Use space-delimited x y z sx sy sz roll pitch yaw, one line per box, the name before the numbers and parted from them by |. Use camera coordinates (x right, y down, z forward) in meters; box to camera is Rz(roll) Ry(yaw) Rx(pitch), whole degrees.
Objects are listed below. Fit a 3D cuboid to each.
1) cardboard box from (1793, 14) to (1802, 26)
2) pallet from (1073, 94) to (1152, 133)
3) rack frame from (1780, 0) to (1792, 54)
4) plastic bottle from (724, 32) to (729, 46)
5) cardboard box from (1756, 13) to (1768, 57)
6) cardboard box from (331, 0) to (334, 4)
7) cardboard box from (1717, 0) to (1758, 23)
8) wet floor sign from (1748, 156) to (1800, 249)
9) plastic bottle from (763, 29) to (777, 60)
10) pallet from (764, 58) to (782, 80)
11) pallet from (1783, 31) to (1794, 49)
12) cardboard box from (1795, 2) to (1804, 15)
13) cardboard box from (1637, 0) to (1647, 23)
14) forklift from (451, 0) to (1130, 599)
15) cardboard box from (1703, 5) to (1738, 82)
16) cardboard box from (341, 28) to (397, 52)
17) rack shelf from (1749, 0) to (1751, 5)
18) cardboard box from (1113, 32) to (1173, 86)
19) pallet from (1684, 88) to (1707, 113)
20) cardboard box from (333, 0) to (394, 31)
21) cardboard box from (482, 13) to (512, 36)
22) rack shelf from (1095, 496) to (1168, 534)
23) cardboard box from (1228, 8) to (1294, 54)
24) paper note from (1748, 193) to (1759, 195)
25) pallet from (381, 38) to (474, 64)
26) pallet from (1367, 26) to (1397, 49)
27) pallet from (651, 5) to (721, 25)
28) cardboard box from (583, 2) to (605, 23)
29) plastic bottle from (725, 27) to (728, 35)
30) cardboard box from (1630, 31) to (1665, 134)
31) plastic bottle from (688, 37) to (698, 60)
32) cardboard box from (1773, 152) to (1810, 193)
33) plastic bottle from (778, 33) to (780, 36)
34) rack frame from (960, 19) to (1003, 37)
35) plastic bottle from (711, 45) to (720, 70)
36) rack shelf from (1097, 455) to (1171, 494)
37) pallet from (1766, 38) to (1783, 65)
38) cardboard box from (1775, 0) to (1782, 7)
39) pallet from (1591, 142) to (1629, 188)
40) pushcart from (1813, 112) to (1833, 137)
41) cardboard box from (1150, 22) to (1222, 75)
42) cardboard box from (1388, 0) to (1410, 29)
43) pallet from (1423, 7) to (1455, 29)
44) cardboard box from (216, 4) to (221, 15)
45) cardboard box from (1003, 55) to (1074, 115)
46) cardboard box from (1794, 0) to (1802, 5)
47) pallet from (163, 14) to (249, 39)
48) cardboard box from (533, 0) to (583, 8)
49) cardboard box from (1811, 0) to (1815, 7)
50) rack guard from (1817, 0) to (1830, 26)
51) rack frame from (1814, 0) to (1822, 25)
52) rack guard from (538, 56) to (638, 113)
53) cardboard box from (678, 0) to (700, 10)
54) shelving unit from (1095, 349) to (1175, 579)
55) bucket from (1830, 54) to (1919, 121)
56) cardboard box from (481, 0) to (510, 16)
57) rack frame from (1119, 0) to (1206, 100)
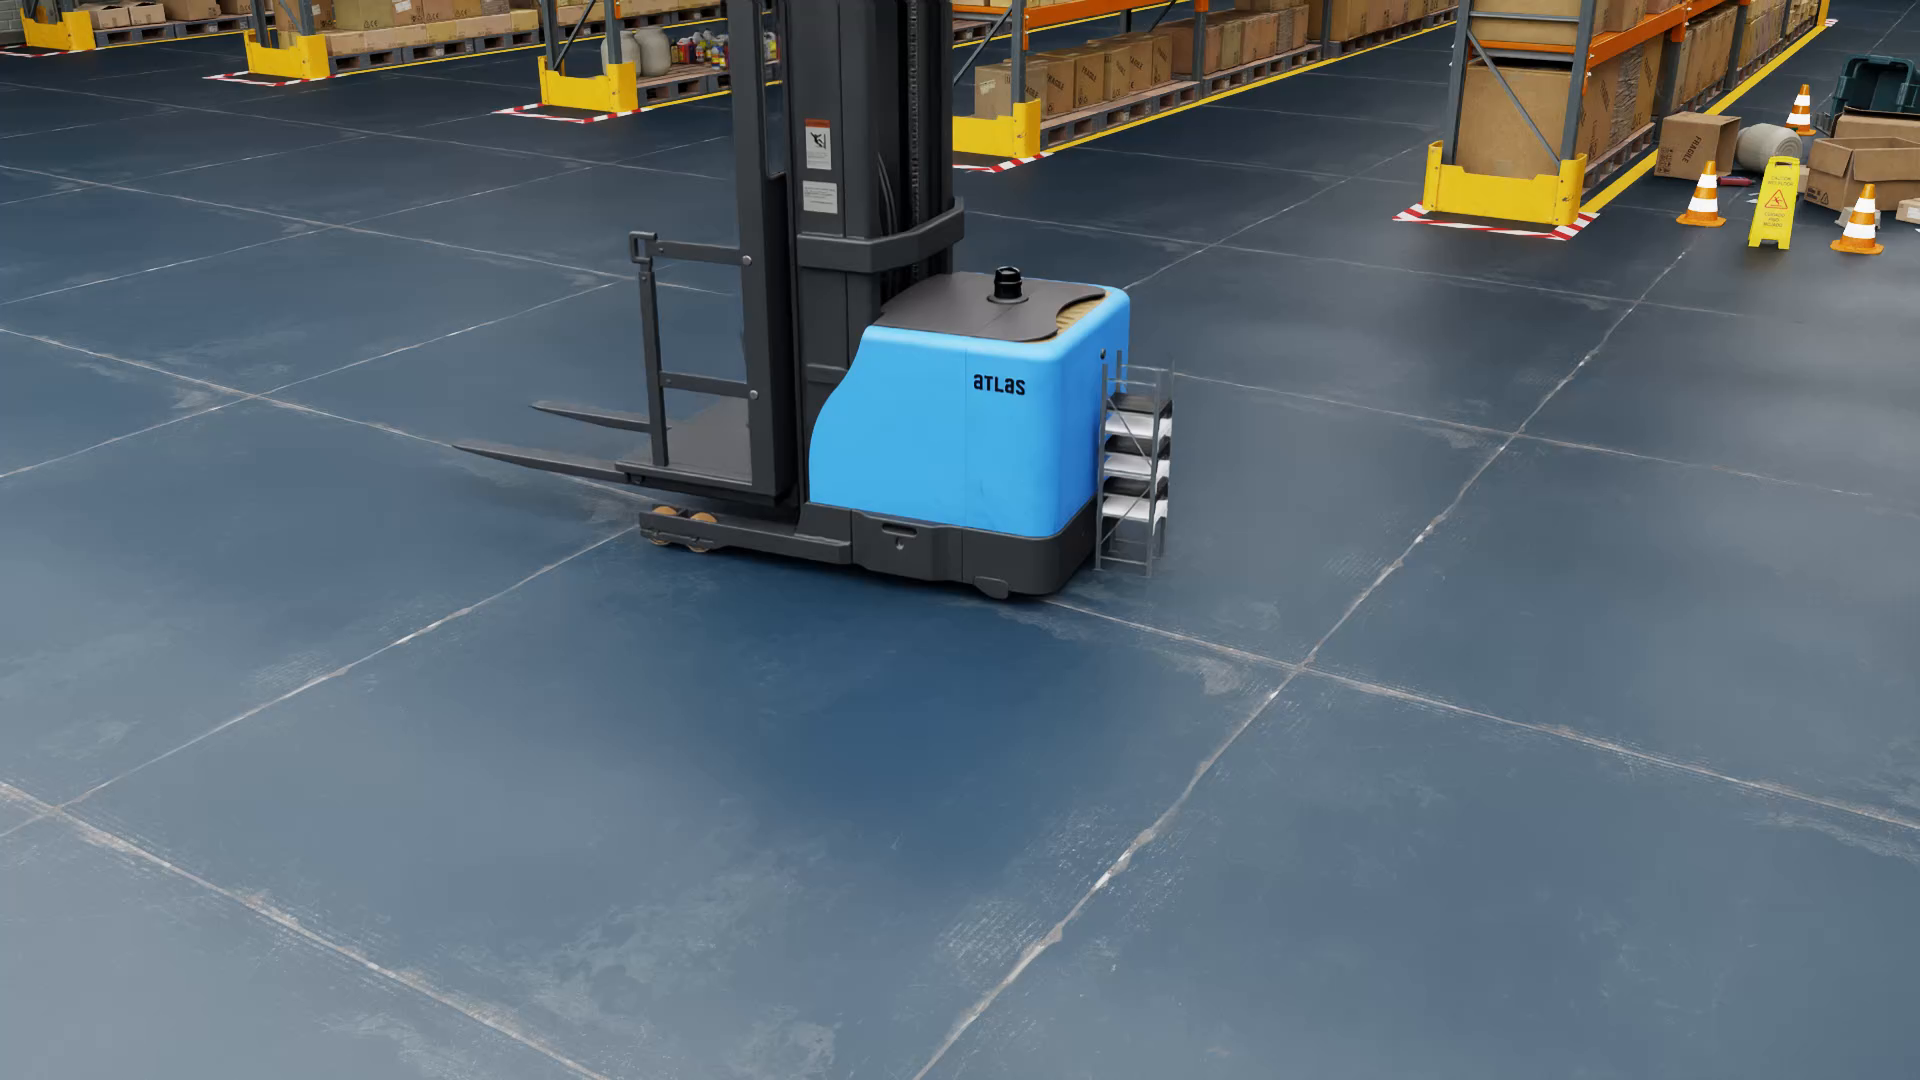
cardboard box | 11.754 -7.424 23.683 0.380 0.149 0.250 13 27 28
pallet | 1.292 -4.484 17.342 1.003 0.211 1.213 14 27 29
rack frame | 10.639 -8.037 22.041 1.000 3.000 0.127 14 27 29
plastic bottle | -2.873 -6.092 20.427 0.097 0.271 0.097 0 23 0
cardboard box | 9.648 -6.263 20.559 0.500 0.500 0.500 13 27 28
cardboard box | -9.992 -8.832 26.468 0.700 0.500 0.500 15 28 31
cardboard box | 9.098 -6.259 19.607 0.500 0.250 0.500 13 26 27
wet floor sign | 5.976 -2.482 12.172 0.267 0.644 0.232 9 25 20
plastic bottle | -2.316 -5.984 20.077 0.144 0.351 0.185 14 27 29
pallet | -2.339 -5.951 20.731 1.003 0.211 1.213 14 27 29
pallet | 10.963 -6.992 23.135 1.003 0.211 1.213 14 27 29
cardboard box | 11.754 -7.558 23.618 0.380 0.149 0.250 14 27 29
cardboard box | 5.384 -4.731 14.215 0.875 0.550 0.500 14 27 29
forklift | -0.837 -1.473 6.964 3.031 2.935 1.130 9 25 21
cardboard box | 8.131 -5.661 18.854 1.050 0.750 0.750 13 27 28
cardboard box | -7.533 -6.373 21.128 0.500 0.250 0.500 14 27 29
rack shelf | 9.584 -7.032 20.624 1.077 0.370 4.000 14 27 29
cardboard box | 2.013 -5.330 18.404 0.500 0.500 0.500 13 27 27
pallet | 7.405 -4.747 17.950 1.003 0.211 1.213 14 27 29
cardboard box | -7.532 -6.717 20.978 0.500 0.500 0.500 14 27 29
cardboard box | -6.487 -7.050 22.692 0.500 0.250 0.500 14 27 29
rack shelf | 0.715 -0.112 6.914 0.258 0.077 0.200 9 25 20
cardboard box | 3.750 -6.395 20.840 0.700 0.500 0.500 11 26 25
paper note | 6.656 -2.897 13.930 0.123 0.001 0.032 -12 26 -26
pallet | -7.253 -6.535 22.081 1.003 0.211 1.213 14 27 29
pallet | 5.493 -7.142 23.481 1.003 0.211 1.213 14 27 29
pallet | -4.513 -8.289 26.131 1.003 0.211 1.213 14 27 29
cardboard box | -5.462 -7.675 24.137 0.500 0.250 0.500 15 27 30
plastic bottle | -2.827 -6.186 20.544 0.144 0.351 0.185 13 26 27
cardboard box | 6.028 -4.357 15.686 0.875 0.875 0.875 14 27 30
plastic bottle | -3.234 -5.889 19.952 0.152 0.276 0.135 13 27 28
cardboard box | 7.077 -3.117 14.115 0.396 0.266 0.258 20 30 38
plastic bottle | -2.167 -6.188 20.548 0.144 0.351 0.185 14 27 29
rack frame | 0.161 -8.799 23.799 1.000 3.000 0.127 14 27 29
plastic bottle | -2.838 -5.595 19.280 0.097 0.271 0.097 0 23 0
rack shelf | 0.715 -0.277 6.842 0.258 0.077 0.200 9 25 20
pallet | 10.229 -6.495 21.987 1.003 0.211 1.213 14 27 29
cardboard box | 10.178 -6.952 21.207 0.500 0.250 0.500 15 28 31
pallet | 5.309 -3.404 14.848 1.003 0.211 1.213 14 27 29
pushcart | 8.714 -3.592 15.072 1.648 0.377 0.936 5 24 11
cardboard box | 2.601 -5.668 19.161 0.700 0.500 0.500 12 26 25
cardboard box | 5.687 -7.807 23.653 1.225 0.875 0.875 13 27 27
pallet | 6.946 -8.072 25.629 1.003 0.211 1.213 14 27 29
cardboard box | -11.227 -7.883 24.718 0.380 0.149 0.250 12 26 25
cardboard box | 0.778 -4.523 16.539 0.500 0.500 0.500 -20 31 -39
cardboard box | 11.606 -7.606 23.354 0.380 0.149 0.250 15 27 30
pallet | -11.333 -7.598 24.535 1.003 0.211 1.213 14 27 29
cardboard box | -5.726 -7.764 23.635 0.500 0.311 0.500 14 27 29
cardboard box | 12.440 -7.995 24.627 0.380 0.149 0.250 13 26 27
rack guard | 12.709 -8.215 25.597 1.175 0.500 0.348 14 27 29
rack frame | 12.749 -9.388 25.159 1.000 3.000 0.127 14 27 29
rack guard | -4.059 -4.987 18.141 1.175 0.500 0.348 14 27 29
cardboard box | -4.385 -8.366 25.731 0.500 0.250 0.500 14 27 28
shelving unit | 0.715 -0.308 6.829 0.258 0.900 0.210 9 25 20
bucket | 8.306 -4.004 14.930 0.620 0.611 0.726 -6 22 -39
cardboard box | -6.488 -7.395 22.544 0.500 0.500 0.500 14 27 29
rack frame | 2.258 -6.411 18.283 1.000 3.000 0.127 14 27 29
